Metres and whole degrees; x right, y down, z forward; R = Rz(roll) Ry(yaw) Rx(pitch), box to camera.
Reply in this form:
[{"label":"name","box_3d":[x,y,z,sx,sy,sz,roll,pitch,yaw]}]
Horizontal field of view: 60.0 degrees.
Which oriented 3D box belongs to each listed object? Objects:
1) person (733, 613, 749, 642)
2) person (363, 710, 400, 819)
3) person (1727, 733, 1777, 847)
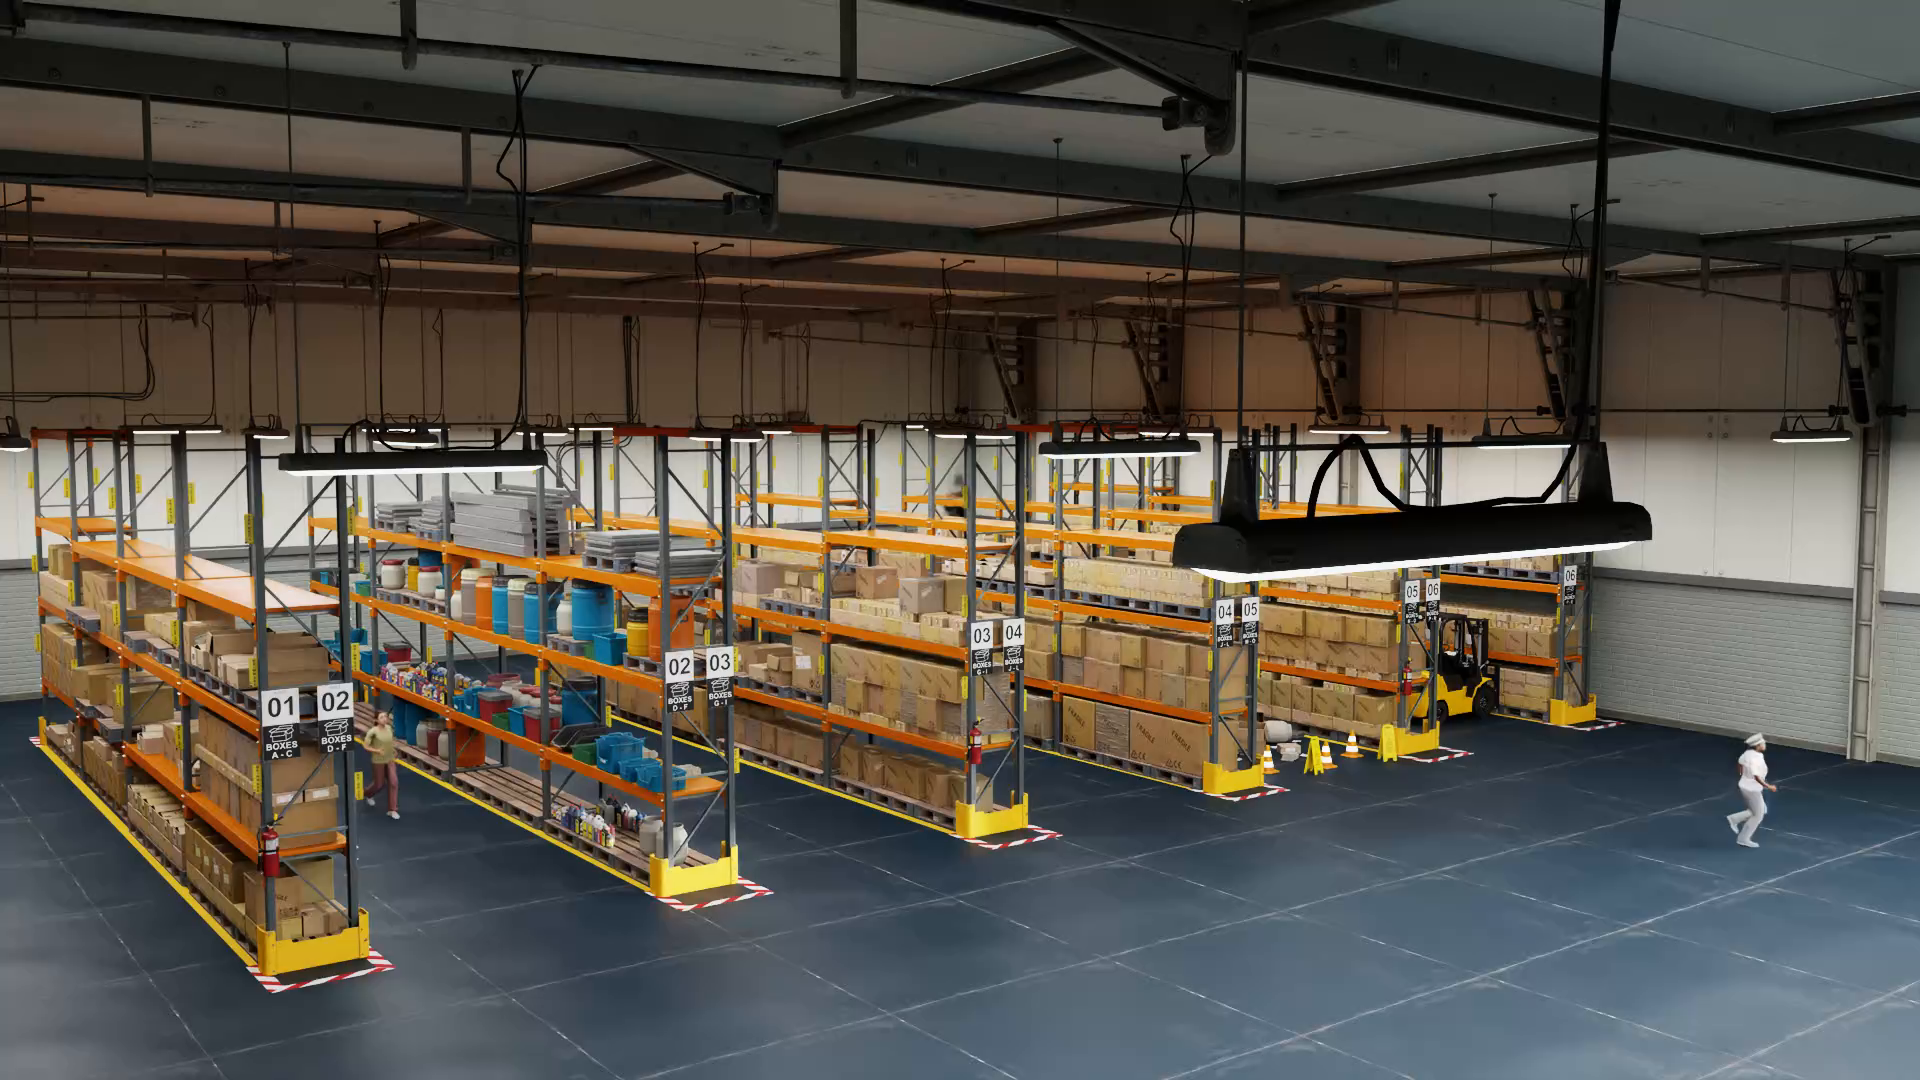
[{"label":"person","box_3d":[-5.450,2.213,41.819,0.841,1.748,0.668,-3,6,-36]},{"label":"person","box_3d":[-9.012,3.472,25.917,0.922,1.670,0.579,4,6,42]},{"label":"person","box_3d":[11.495,3.617,24.135,0.631,1.664,0.589,1,5,11]}]
